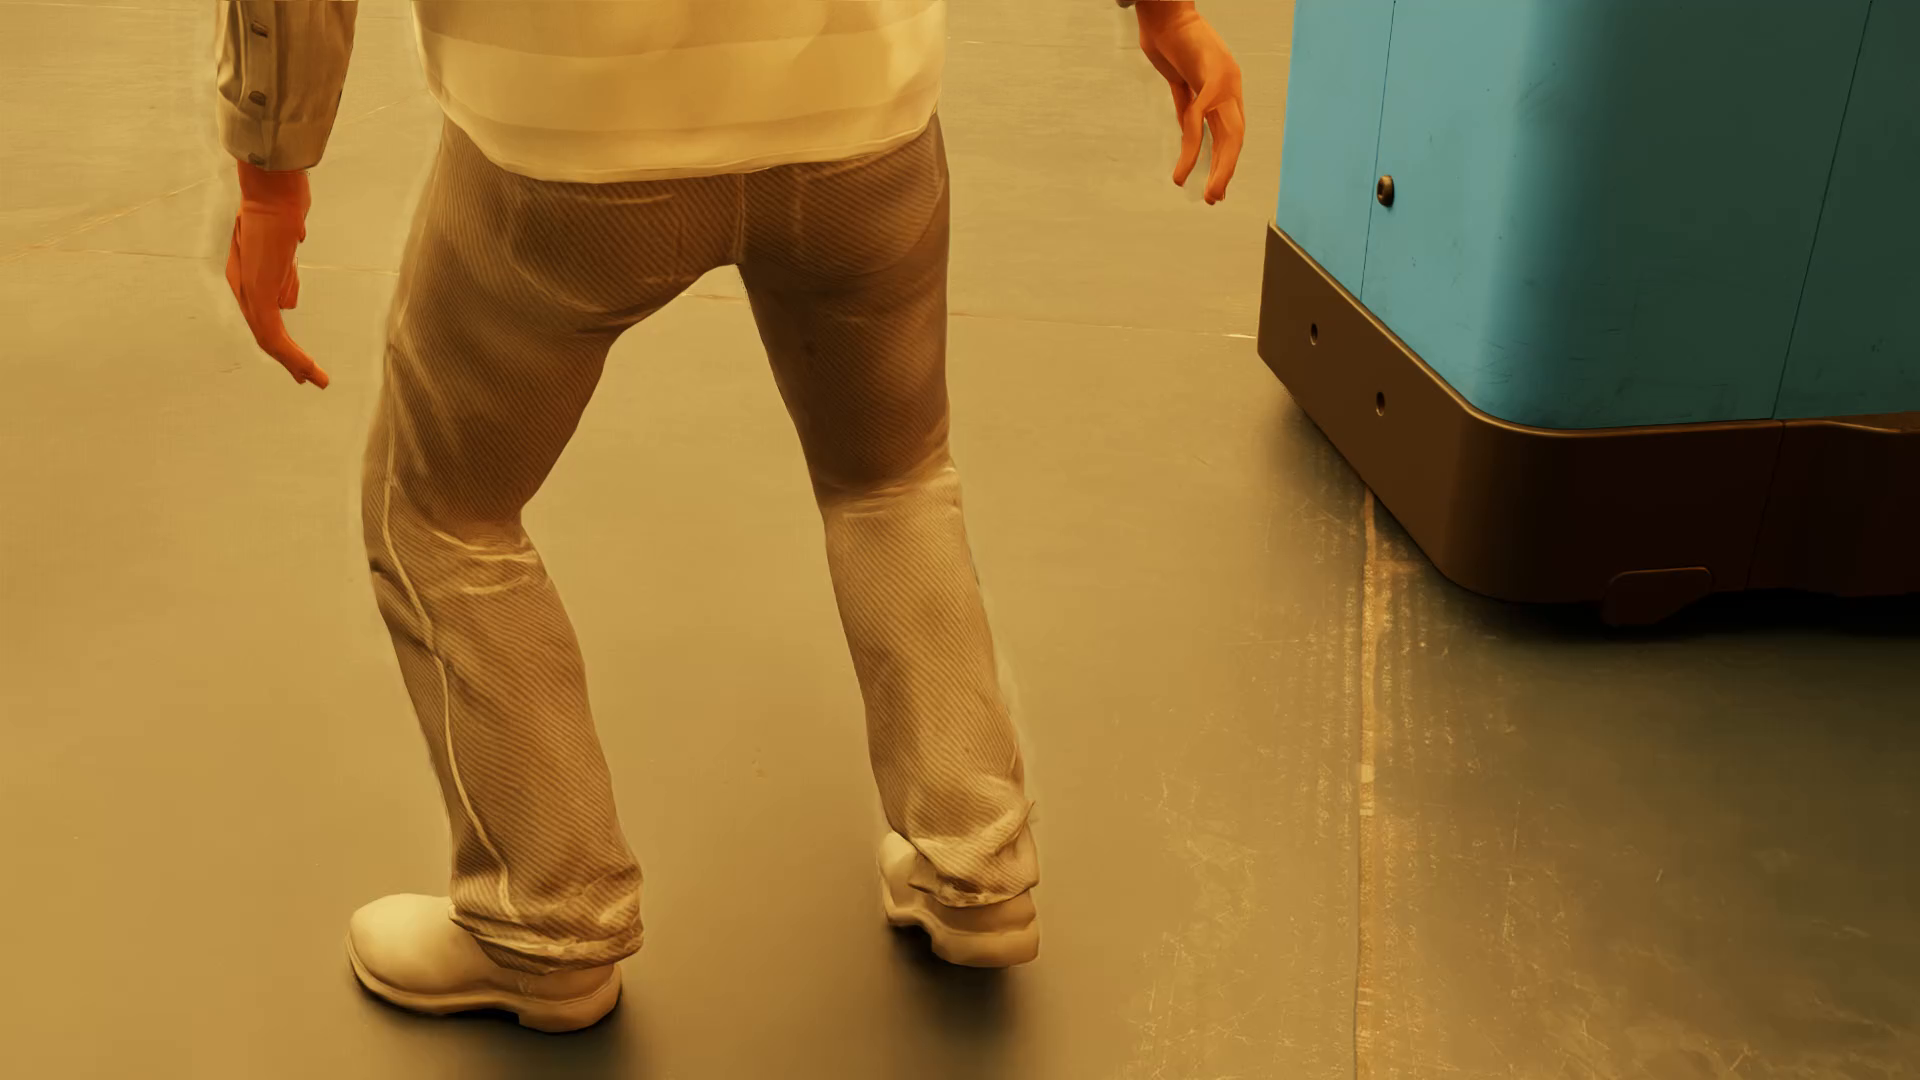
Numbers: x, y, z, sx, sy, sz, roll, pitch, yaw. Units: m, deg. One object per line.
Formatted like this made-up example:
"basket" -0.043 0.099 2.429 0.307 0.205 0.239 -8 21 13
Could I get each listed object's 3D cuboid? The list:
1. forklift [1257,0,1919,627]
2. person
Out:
"forklift" 2.096 -1.479 2.178 3.031 2.935 1.130 -3 27 -7
"person" -0.180 -0.369 1.362 0.873 1.699 0.486 -9 28 -17
